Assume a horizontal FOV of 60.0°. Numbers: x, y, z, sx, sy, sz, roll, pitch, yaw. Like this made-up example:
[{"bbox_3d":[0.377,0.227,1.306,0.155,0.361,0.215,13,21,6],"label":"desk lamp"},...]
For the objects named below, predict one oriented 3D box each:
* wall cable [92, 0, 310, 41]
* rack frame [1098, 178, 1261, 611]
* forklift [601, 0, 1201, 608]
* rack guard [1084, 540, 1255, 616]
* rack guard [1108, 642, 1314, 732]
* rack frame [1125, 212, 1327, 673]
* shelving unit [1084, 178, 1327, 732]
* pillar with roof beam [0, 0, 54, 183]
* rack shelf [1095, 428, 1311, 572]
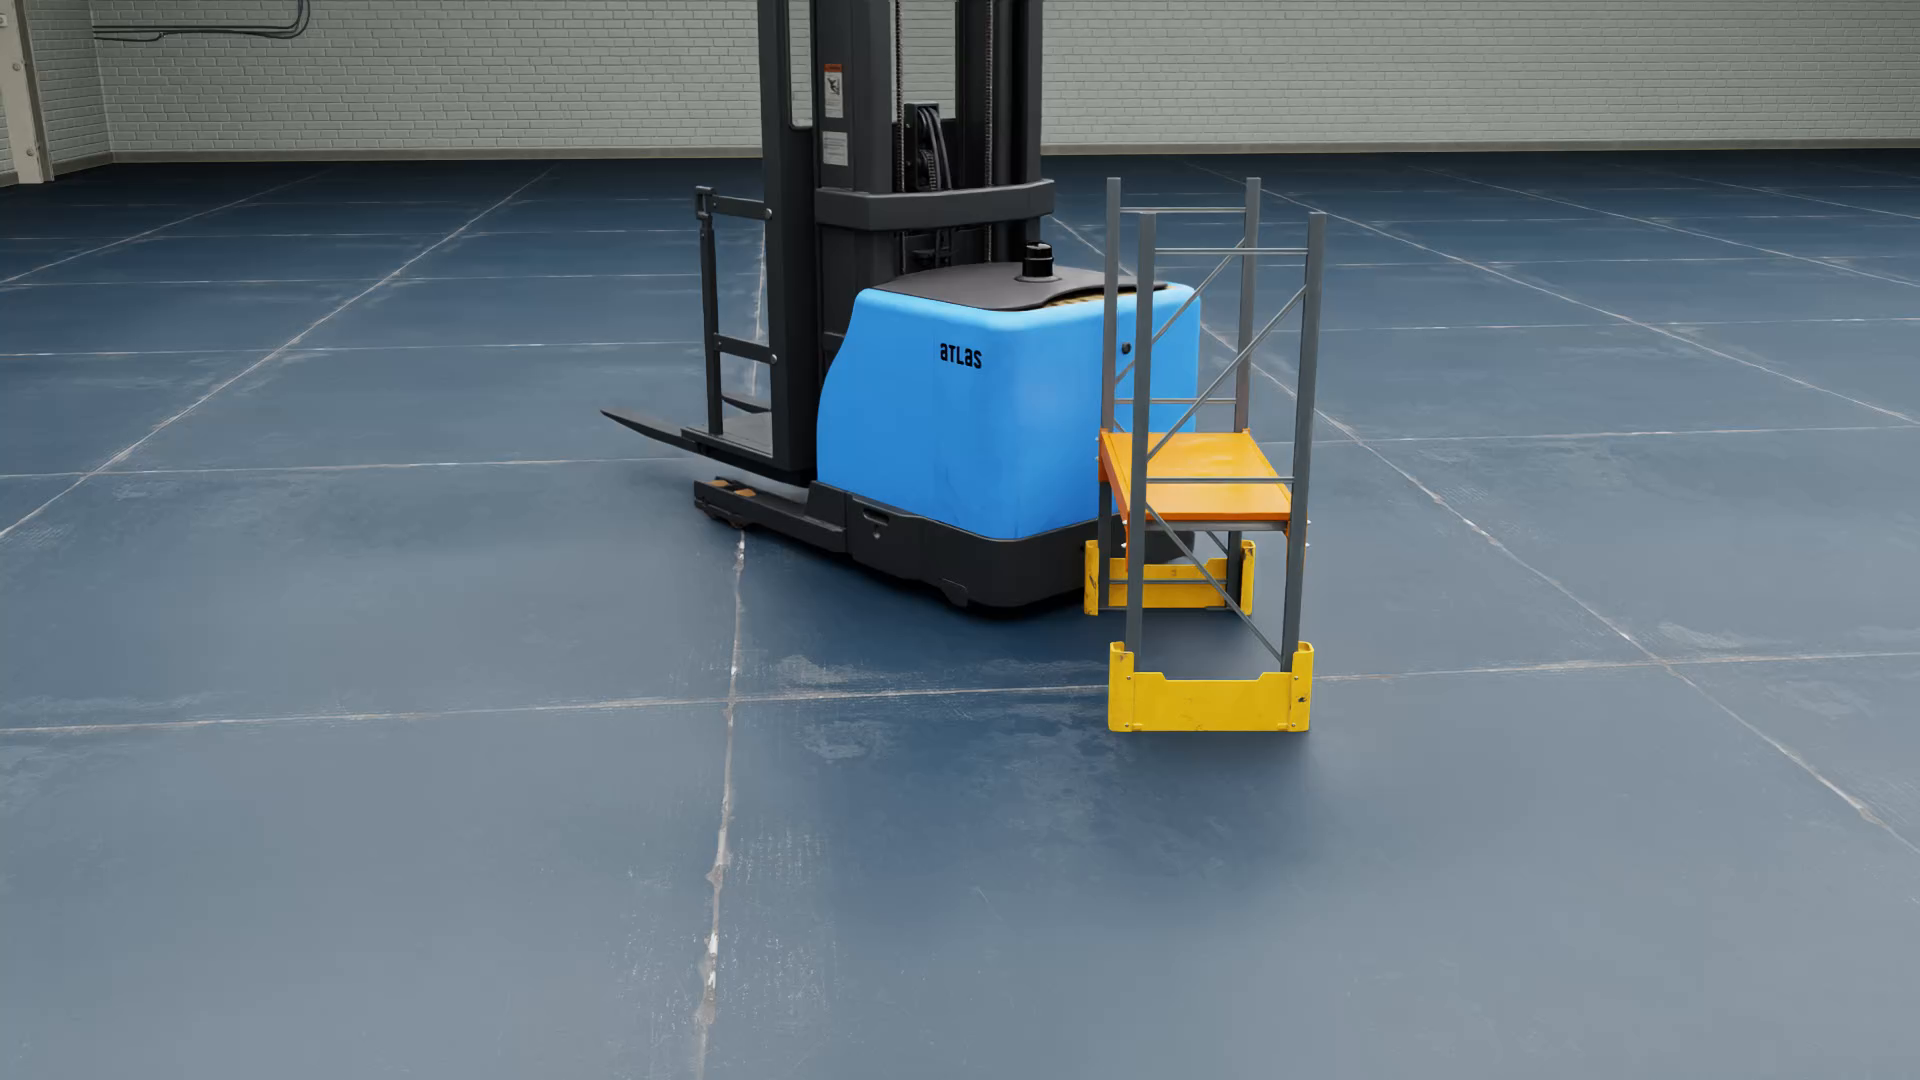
[{"bbox_3d":[-10.812,-8.312,23.313,3.097,2.526,0.112,-2,18,-6],"label":"wall cable"},{"bbox_3d":[0.733,-0.470,5.669,0.500,1.500,0.032,0,17,0],"label":"rack frame"},{"bbox_3d":[-0.460,-1.530,6.656,1.130,2.935,3.031,-15,23,-39],"label":"forklift"},{"bbox_3d":[0.733,0.133,5.838,0.587,0.250,0.087,0,17,0],"label":"rack guard"},{"bbox_3d":[0.734,0.431,4.887,0.587,0.250,0.087,0,17,0],"label":"rack guard"},{"bbox_3d":[0.734,-0.165,4.699,0.500,1.500,0.032,0,17,0],"label":"rack frame"},{"bbox_3d":[0.733,-0.315,5.175,0.587,1.500,1.083,0,17,0],"label":"shelving unit"},{"bbox_3d":[-7.541,-9.008,20.346,9.100,9.000,0.400,-2,18,-6],"label":"pillar with roof beam"},{"bbox_3d":[0.733,-0.146,5.238,0.538,0.185,1.000,0,17,0],"label":"rack shelf"}]
